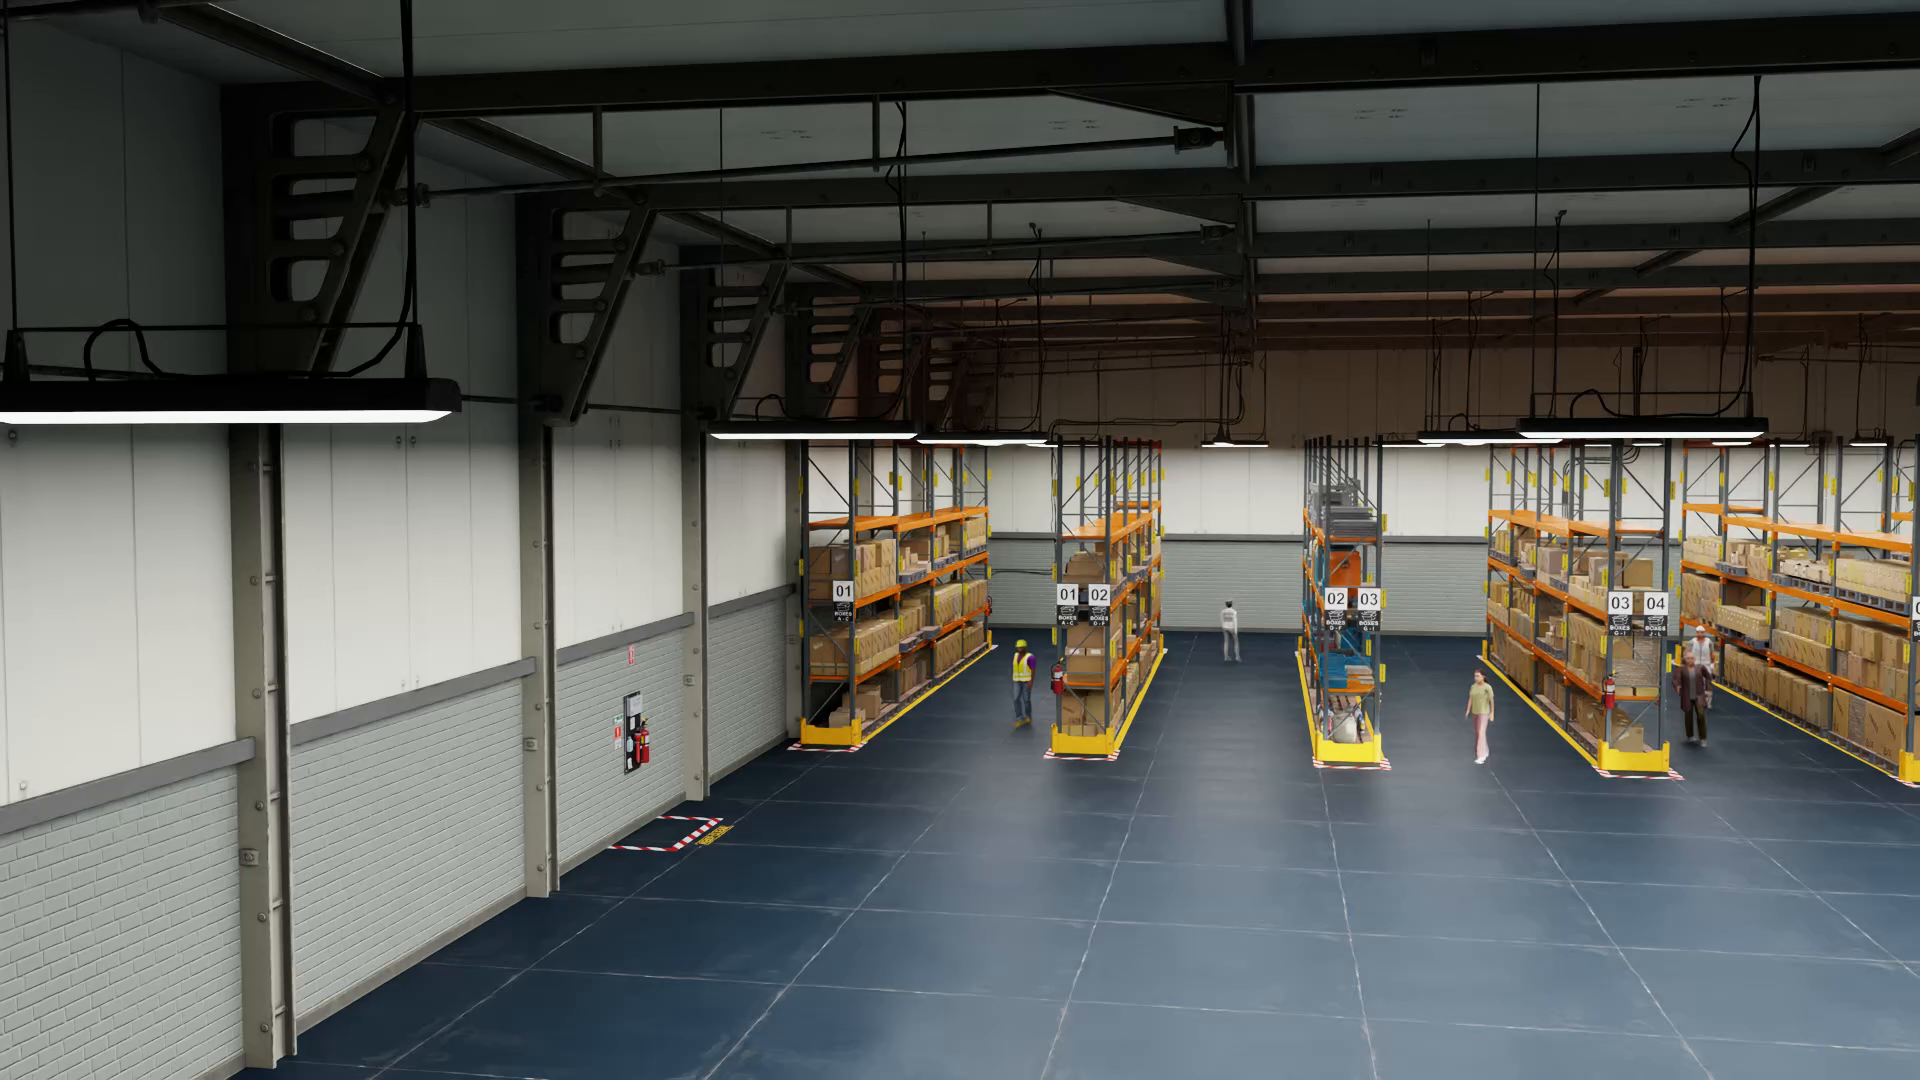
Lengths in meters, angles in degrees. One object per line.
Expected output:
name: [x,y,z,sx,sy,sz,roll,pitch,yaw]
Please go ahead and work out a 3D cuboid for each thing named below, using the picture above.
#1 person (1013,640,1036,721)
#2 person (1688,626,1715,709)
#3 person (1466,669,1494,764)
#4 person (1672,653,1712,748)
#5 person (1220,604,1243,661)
person: [1.322,2.927,34.654,0.609,1.693,0.576,2,3,27]
person: [16.528,2.828,37.106,0.557,1.823,0.607,2,4,30]
person: [9.578,3.244,30.668,0.630,1.684,0.491,-2,4,-28]
person: [14.218,3.106,32.312,0.704,1.831,0.869,1,3,25]
person: [7.353,2.481,45.105,0.592,1.700,0.508,2,4,31]
